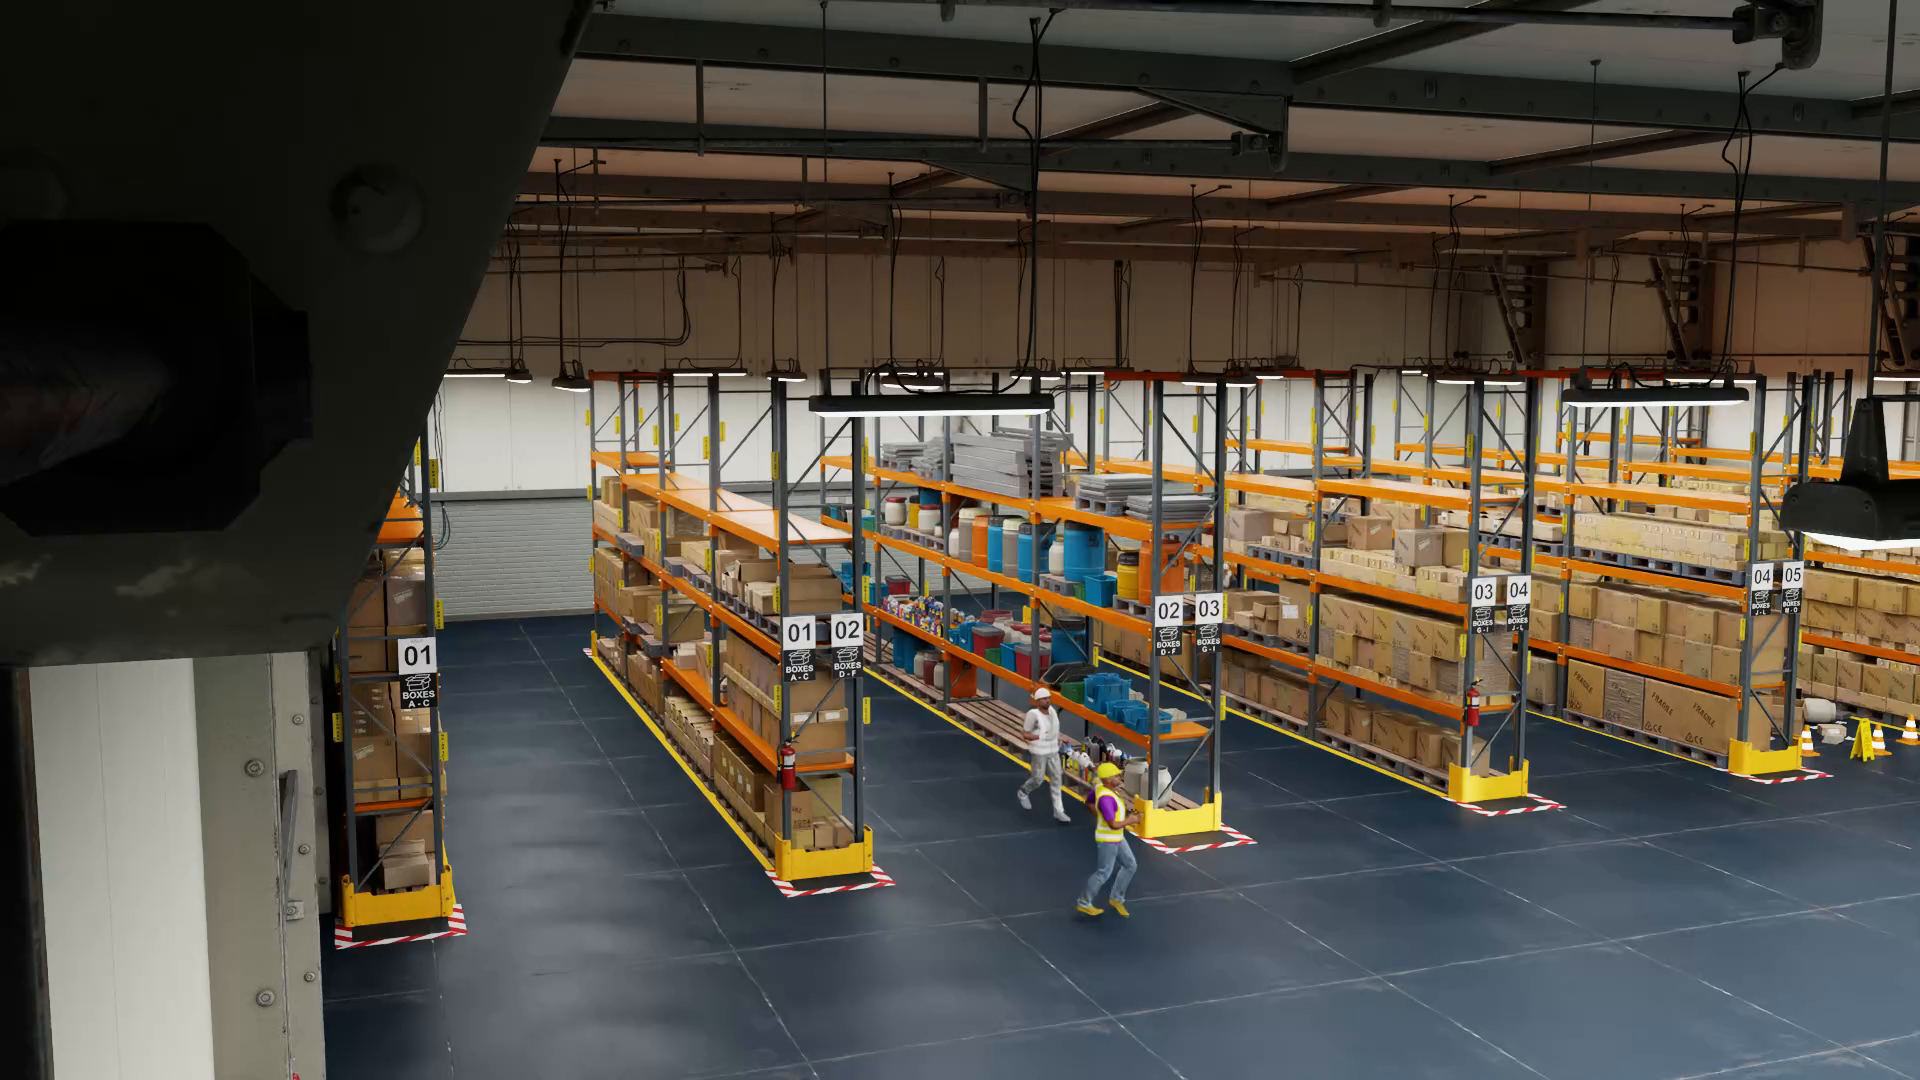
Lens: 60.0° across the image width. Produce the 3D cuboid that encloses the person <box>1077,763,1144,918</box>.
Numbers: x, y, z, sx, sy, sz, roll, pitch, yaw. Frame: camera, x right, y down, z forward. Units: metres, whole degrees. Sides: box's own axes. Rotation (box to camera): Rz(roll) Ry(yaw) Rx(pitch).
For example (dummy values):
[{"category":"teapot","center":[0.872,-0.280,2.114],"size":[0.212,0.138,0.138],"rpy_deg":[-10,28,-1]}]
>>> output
[{"category":"person","center":[1.688,3.384,18.635],"size":[0.741,1.818,0.668],"rpy_deg":[1,6,10]}]

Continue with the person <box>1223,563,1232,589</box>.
[{"category":"person","center":[5.819,1.331,37.641],"size":[0.745,1.714,1.022],"rpy_deg":[-2,7,-20]}]

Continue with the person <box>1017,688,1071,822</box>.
[{"category":"person","center":[1.149,2.892,22.615],"size":[0.685,1.763,0.971],"rpy_deg":[-5,8,-36]}]
